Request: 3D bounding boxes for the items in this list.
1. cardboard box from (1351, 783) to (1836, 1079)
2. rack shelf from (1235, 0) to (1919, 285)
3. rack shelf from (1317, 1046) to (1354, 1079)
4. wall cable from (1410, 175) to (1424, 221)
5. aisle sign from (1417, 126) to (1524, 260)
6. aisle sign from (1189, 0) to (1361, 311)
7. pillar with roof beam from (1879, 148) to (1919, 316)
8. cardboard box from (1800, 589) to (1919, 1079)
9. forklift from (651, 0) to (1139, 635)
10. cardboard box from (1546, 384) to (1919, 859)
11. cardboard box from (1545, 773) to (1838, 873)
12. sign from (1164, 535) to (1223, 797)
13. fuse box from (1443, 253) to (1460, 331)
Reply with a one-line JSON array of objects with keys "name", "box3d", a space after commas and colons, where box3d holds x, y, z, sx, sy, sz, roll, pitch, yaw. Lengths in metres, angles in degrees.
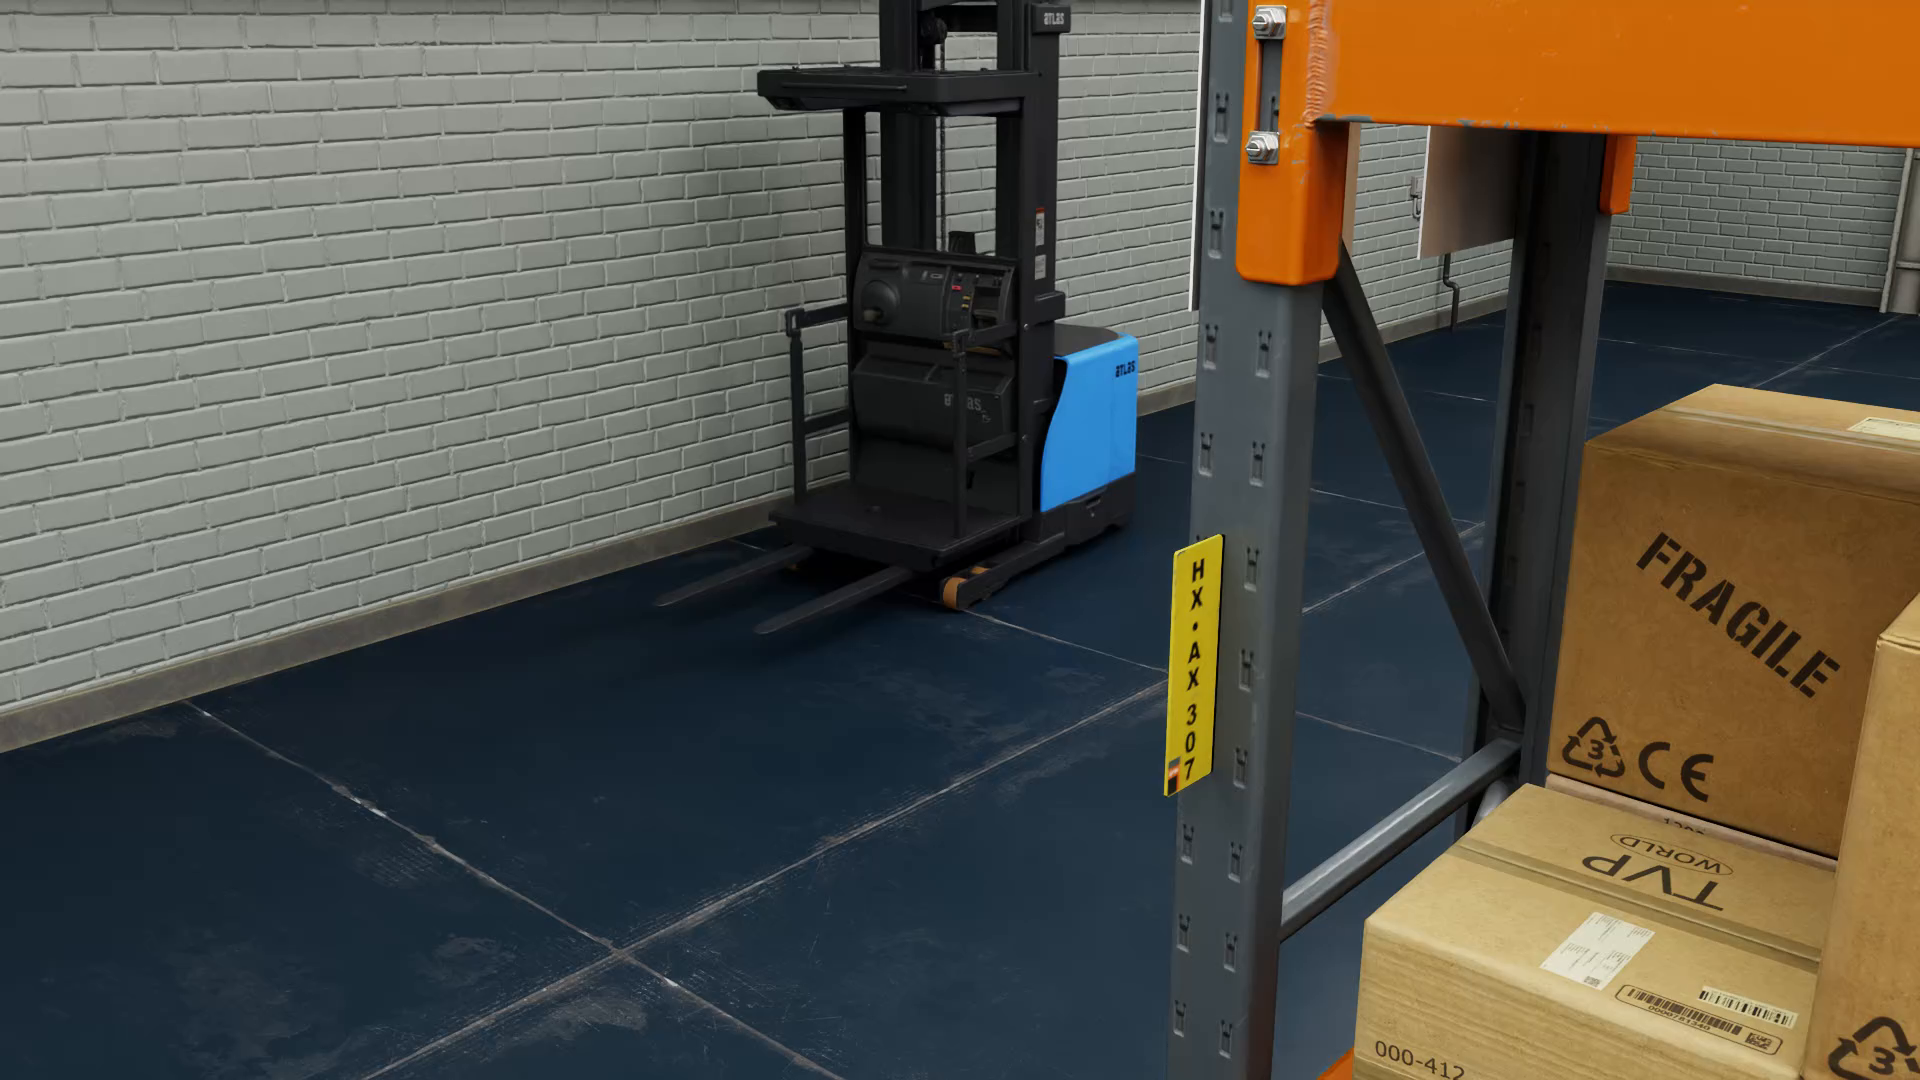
[{"name": "cardboard box", "box3d": [0.846, 0.572, 2.106, 0.500, 0.250, 0.500, 14, 23, 38]}, {"name": "rack shelf", "box3d": [2.162, -0.200, 1.014, 4.000, 0.370, 1.077, 15, 23, 39]}, {"name": "rack shelf", "box3d": [2.162, 1.230, 1.467, 4.000, 0.370, 1.077, 15, 23, 39]}, {"name": "wall cable", "box3d": [3.944, -3.691, 14.104, 0.122, 1.984, 0.588, 15, 23, 39]}, {"name": "aisle sign", "box3d": [0.811, -0.836, 2.490, 0.004, 0.787, 0.394, 15, 23, 39]}, {"name": "aisle sign", "box3d": [0.413, -0.700, 2.062, 0.004, 0.787, 0.394, 15, 23, 39]}, {"name": "pillar with roof beam", "box3d": [6.260, -5.511, 11.602, 0.400, 9.000, 9.100, 15, 23, 39]}, {"name": "cardboard box", "box3d": [1.220, 0.315, 1.676, 0.500, 0.500, 0.500, 14, 23, 38]}, {"name": "forklift", "box3d": [-0.257, -1.216, 8.099, 1.130, 2.935, 3.031, 12, 21, 33]}, {"name": "cardboard box", "box3d": [1.205, 0.096, 2.367, 0.500, 0.500, 0.500, 15, 23, 40]}, {"name": "cardboard box", "box3d": [1.204, 0.452, 2.484, 0.500, 0.250, 0.500, 15, 23, 38]}, {"name": "sign", "box3d": [0.293, 0.159, 2.089, 0.005, 0.325, 0.100, 15, 23, 39]}, {"name": "fuse box", "box3d": [4.514, -2.716, 14.840, 0.414, 1.711, 0.539, 15, 23, 39]}]
